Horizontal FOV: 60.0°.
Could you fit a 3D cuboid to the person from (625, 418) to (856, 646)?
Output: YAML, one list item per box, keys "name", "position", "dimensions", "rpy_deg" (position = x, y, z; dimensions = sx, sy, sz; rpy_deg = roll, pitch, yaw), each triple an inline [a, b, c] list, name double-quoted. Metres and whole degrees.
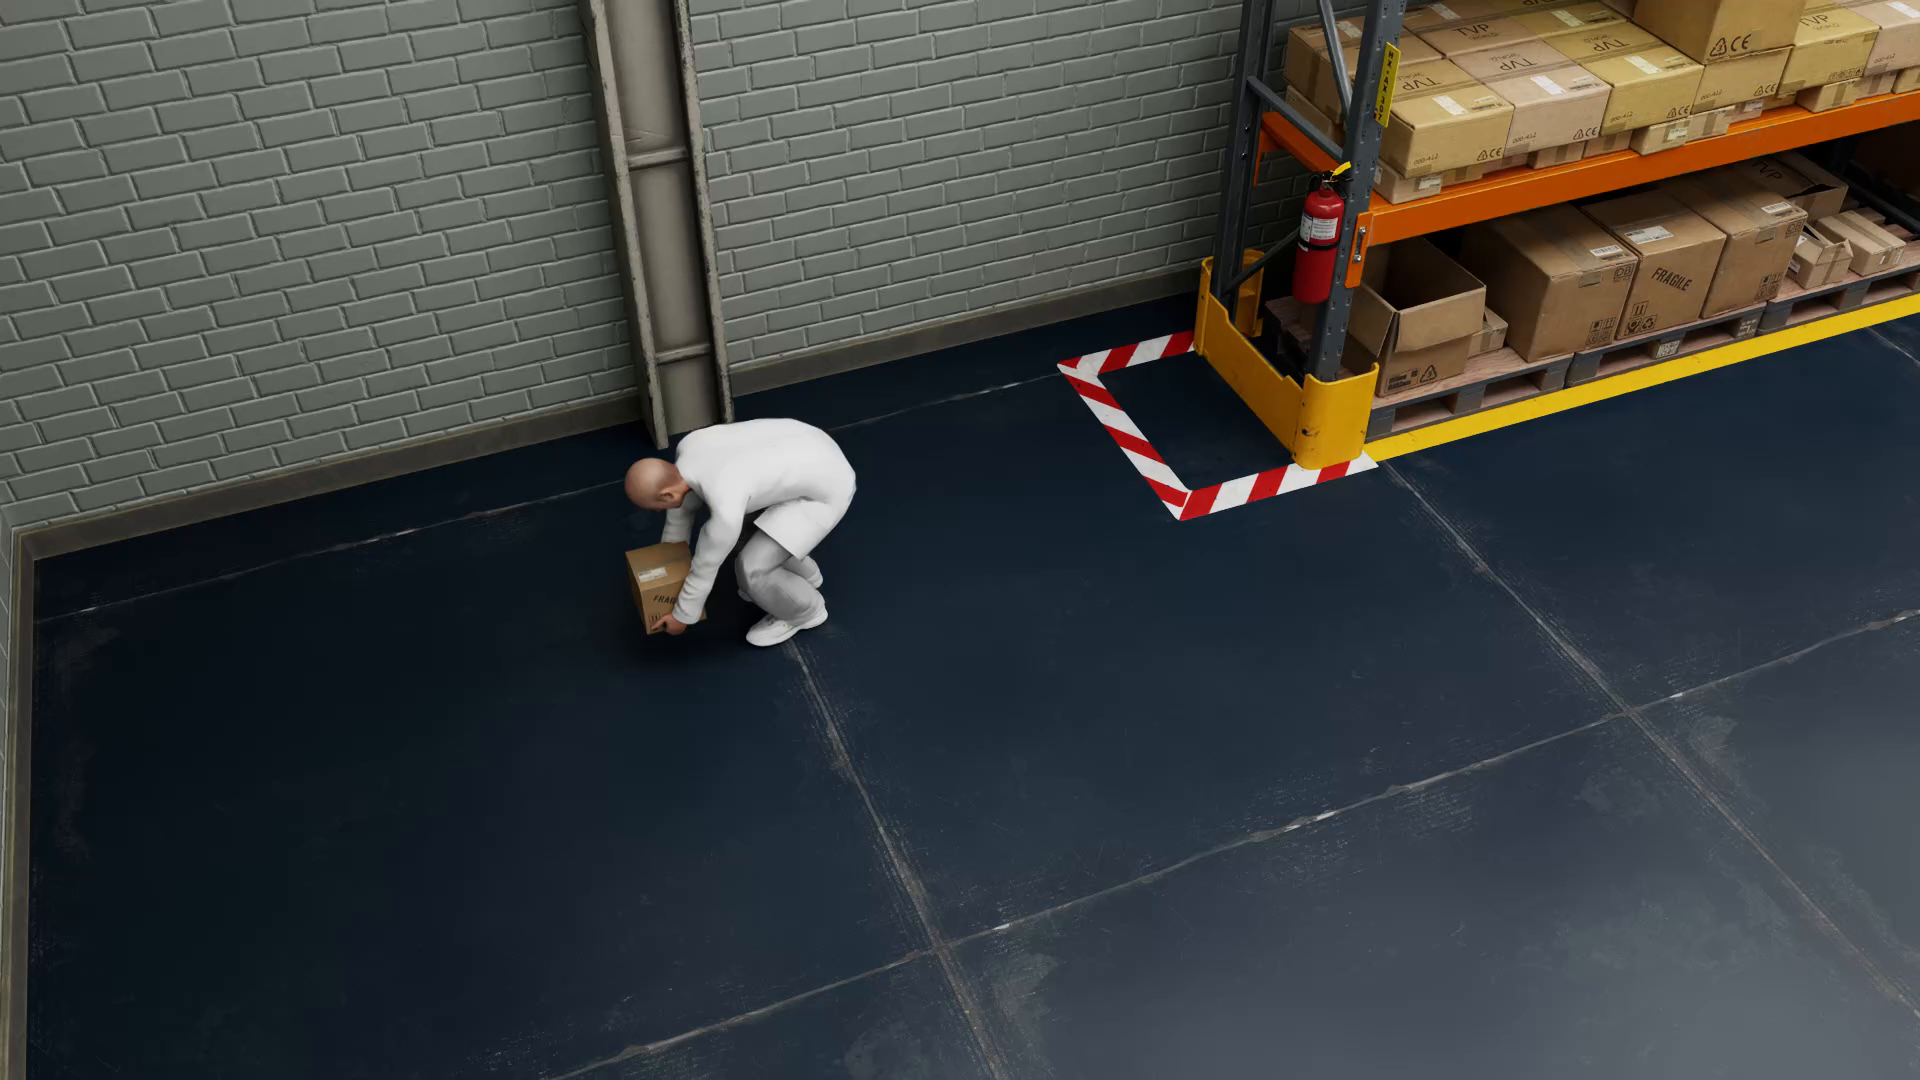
- name: "person"
  position: [-0.875, -0.036, 6.797]
  dimensions: [0.942, 1.007, 0.587]
  rpy_deg: [-17, 44, -18]
